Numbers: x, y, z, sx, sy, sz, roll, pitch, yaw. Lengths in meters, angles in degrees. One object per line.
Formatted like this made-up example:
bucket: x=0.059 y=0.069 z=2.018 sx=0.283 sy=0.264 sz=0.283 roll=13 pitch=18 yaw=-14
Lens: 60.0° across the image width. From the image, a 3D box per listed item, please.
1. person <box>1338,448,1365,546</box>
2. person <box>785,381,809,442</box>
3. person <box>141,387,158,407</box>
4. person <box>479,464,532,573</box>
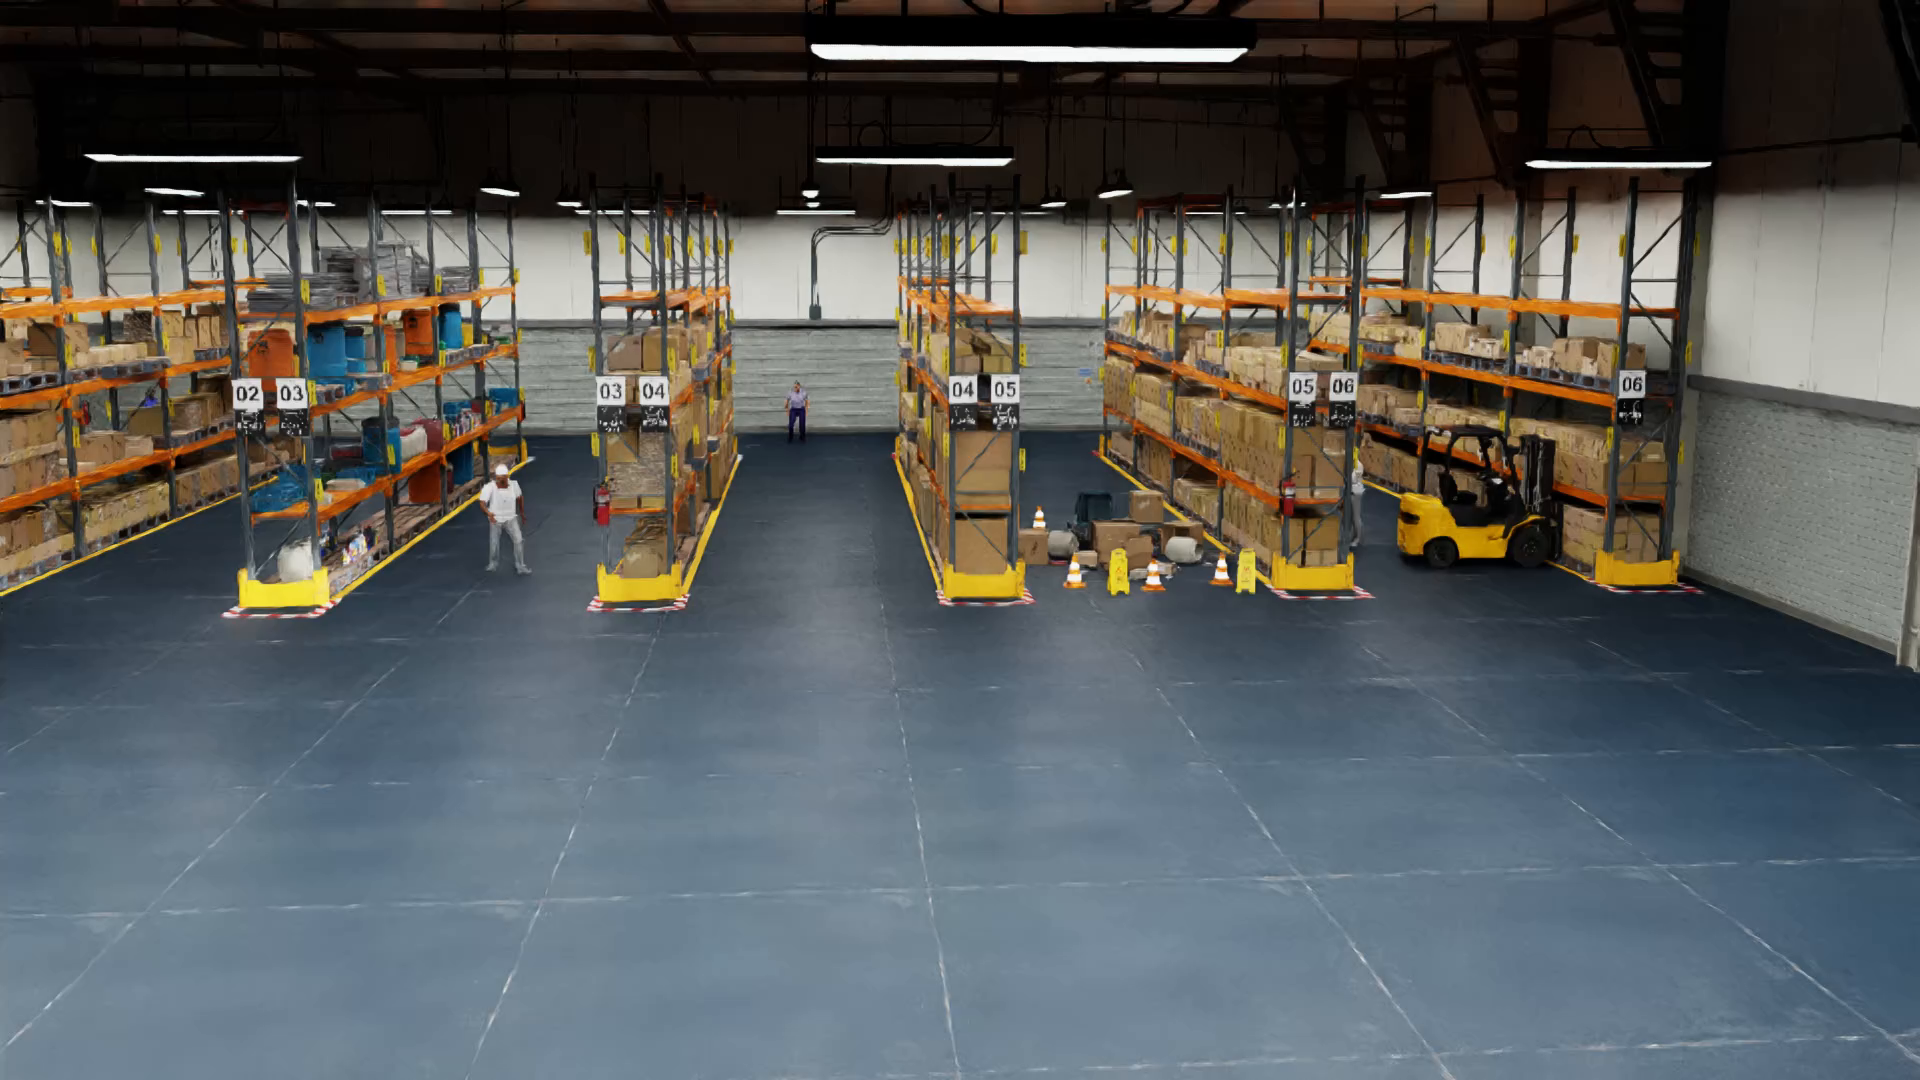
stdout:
person: x=6.619 y=-0.760 z=28.134 sx=0.549 sy=1.665 sz=0.574 roll=5 pitch=11 yaw=27
person: x=-4.205 y=-3.311 z=42.945 sx=0.625 sy=1.581 sz=0.510 roll=-1 pitch=10 yaw=-7
person: x=-19.662 y=-2.869 z=40.226 sx=0.454 sy=1.656 sz=0.650 roll=7 pitch=12 yaw=34
person: x=-7.060 y=-0.338 z=25.695 sx=0.708 sy=1.702 sz=0.843 roll=-4 pitch=11 yaw=-21
